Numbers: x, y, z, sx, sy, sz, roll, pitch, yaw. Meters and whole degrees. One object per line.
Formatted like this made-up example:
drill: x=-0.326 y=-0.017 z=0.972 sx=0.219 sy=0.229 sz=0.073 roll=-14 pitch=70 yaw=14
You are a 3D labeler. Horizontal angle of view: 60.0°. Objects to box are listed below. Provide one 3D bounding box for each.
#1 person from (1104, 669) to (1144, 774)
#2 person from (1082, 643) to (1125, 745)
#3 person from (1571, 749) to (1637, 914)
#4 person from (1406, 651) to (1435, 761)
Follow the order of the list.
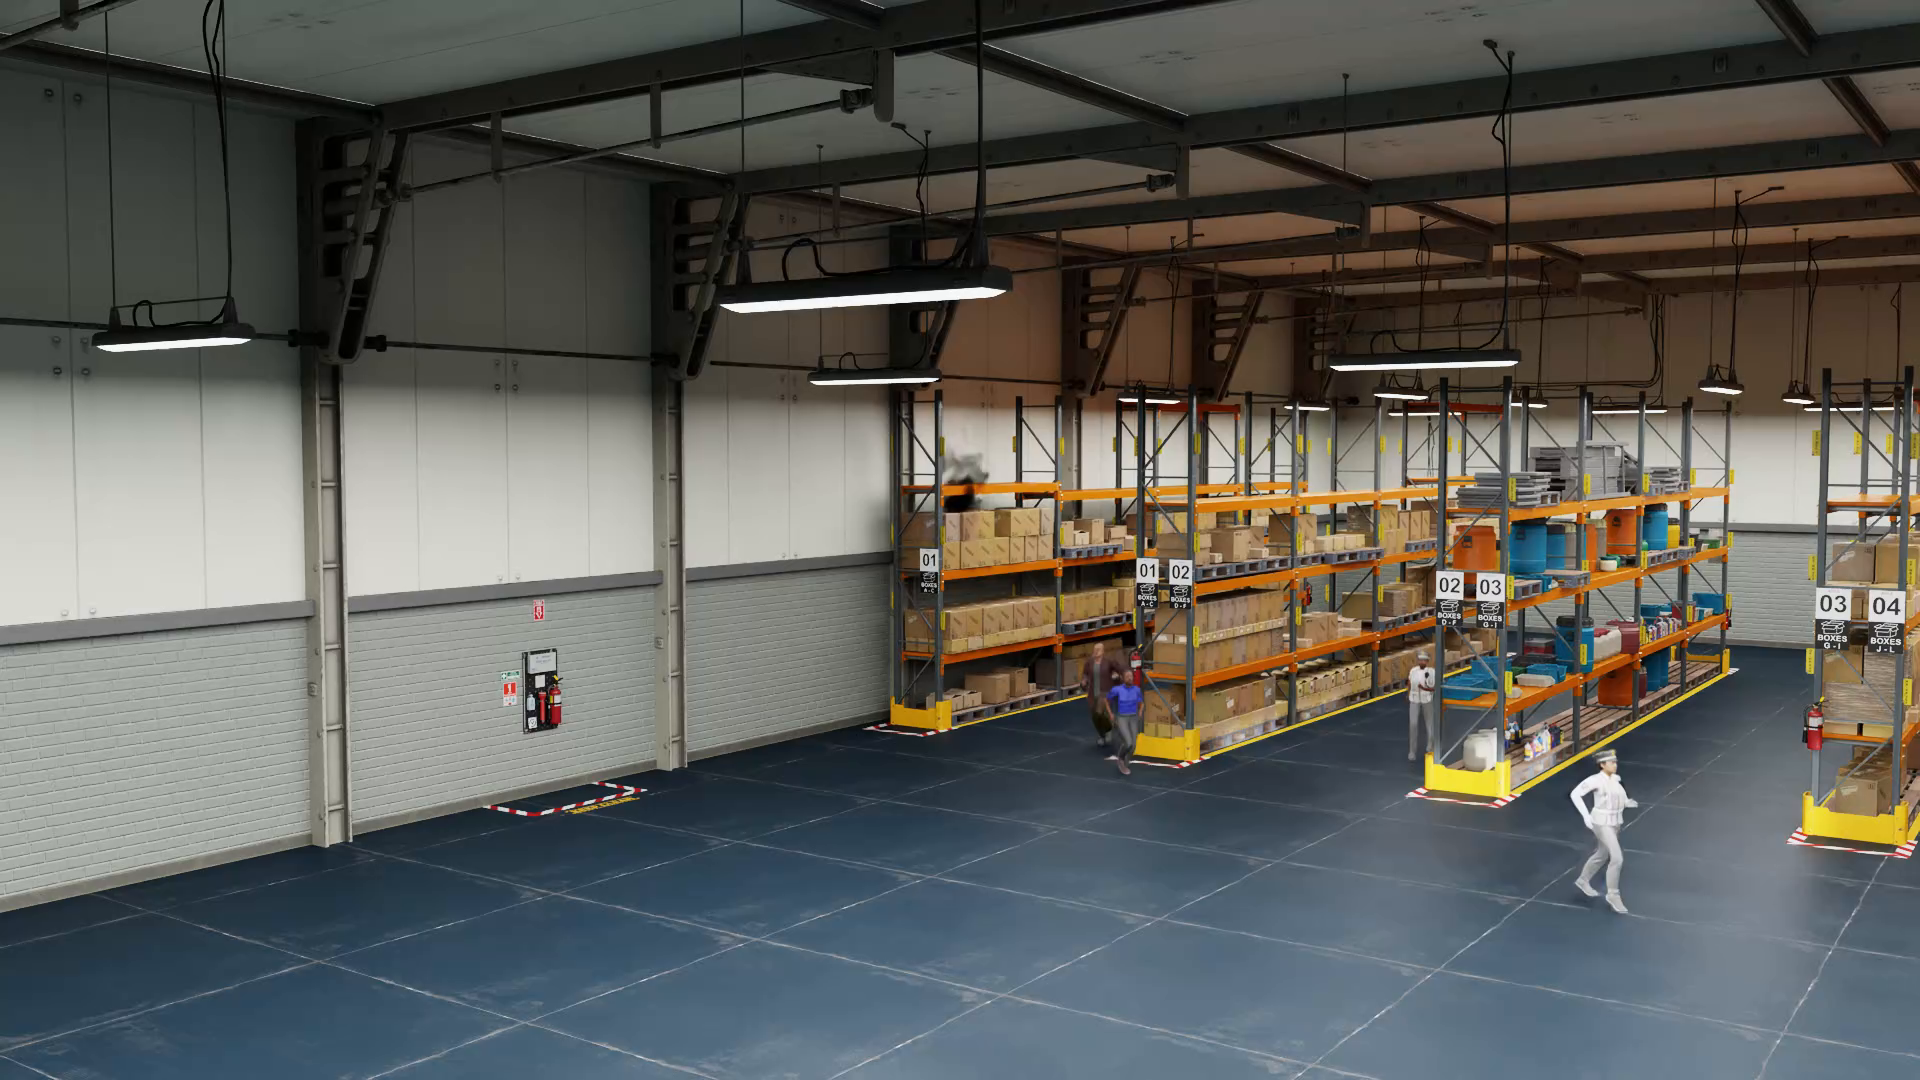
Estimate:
person: x=2.555 y=2.779 z=25.361 sx=0.595 sy=1.609 sz=0.534 roll=-1 pitch=3 yaw=-18
person: x=2.336 y=2.578 z=27.727 sx=0.723 sy=1.725 sz=0.732 roll=2 pitch=4 yaw=33
person: x=7.016 y=3.136 z=18.098 sx=0.581 sy=1.753 sz=0.761 roll=-2 pitch=4 yaw=-36
person: x=7.432 y=2.634 z=26.743 sx=0.562 sy=1.721 sz=0.885 roll=2 pitch=4 yaw=28
